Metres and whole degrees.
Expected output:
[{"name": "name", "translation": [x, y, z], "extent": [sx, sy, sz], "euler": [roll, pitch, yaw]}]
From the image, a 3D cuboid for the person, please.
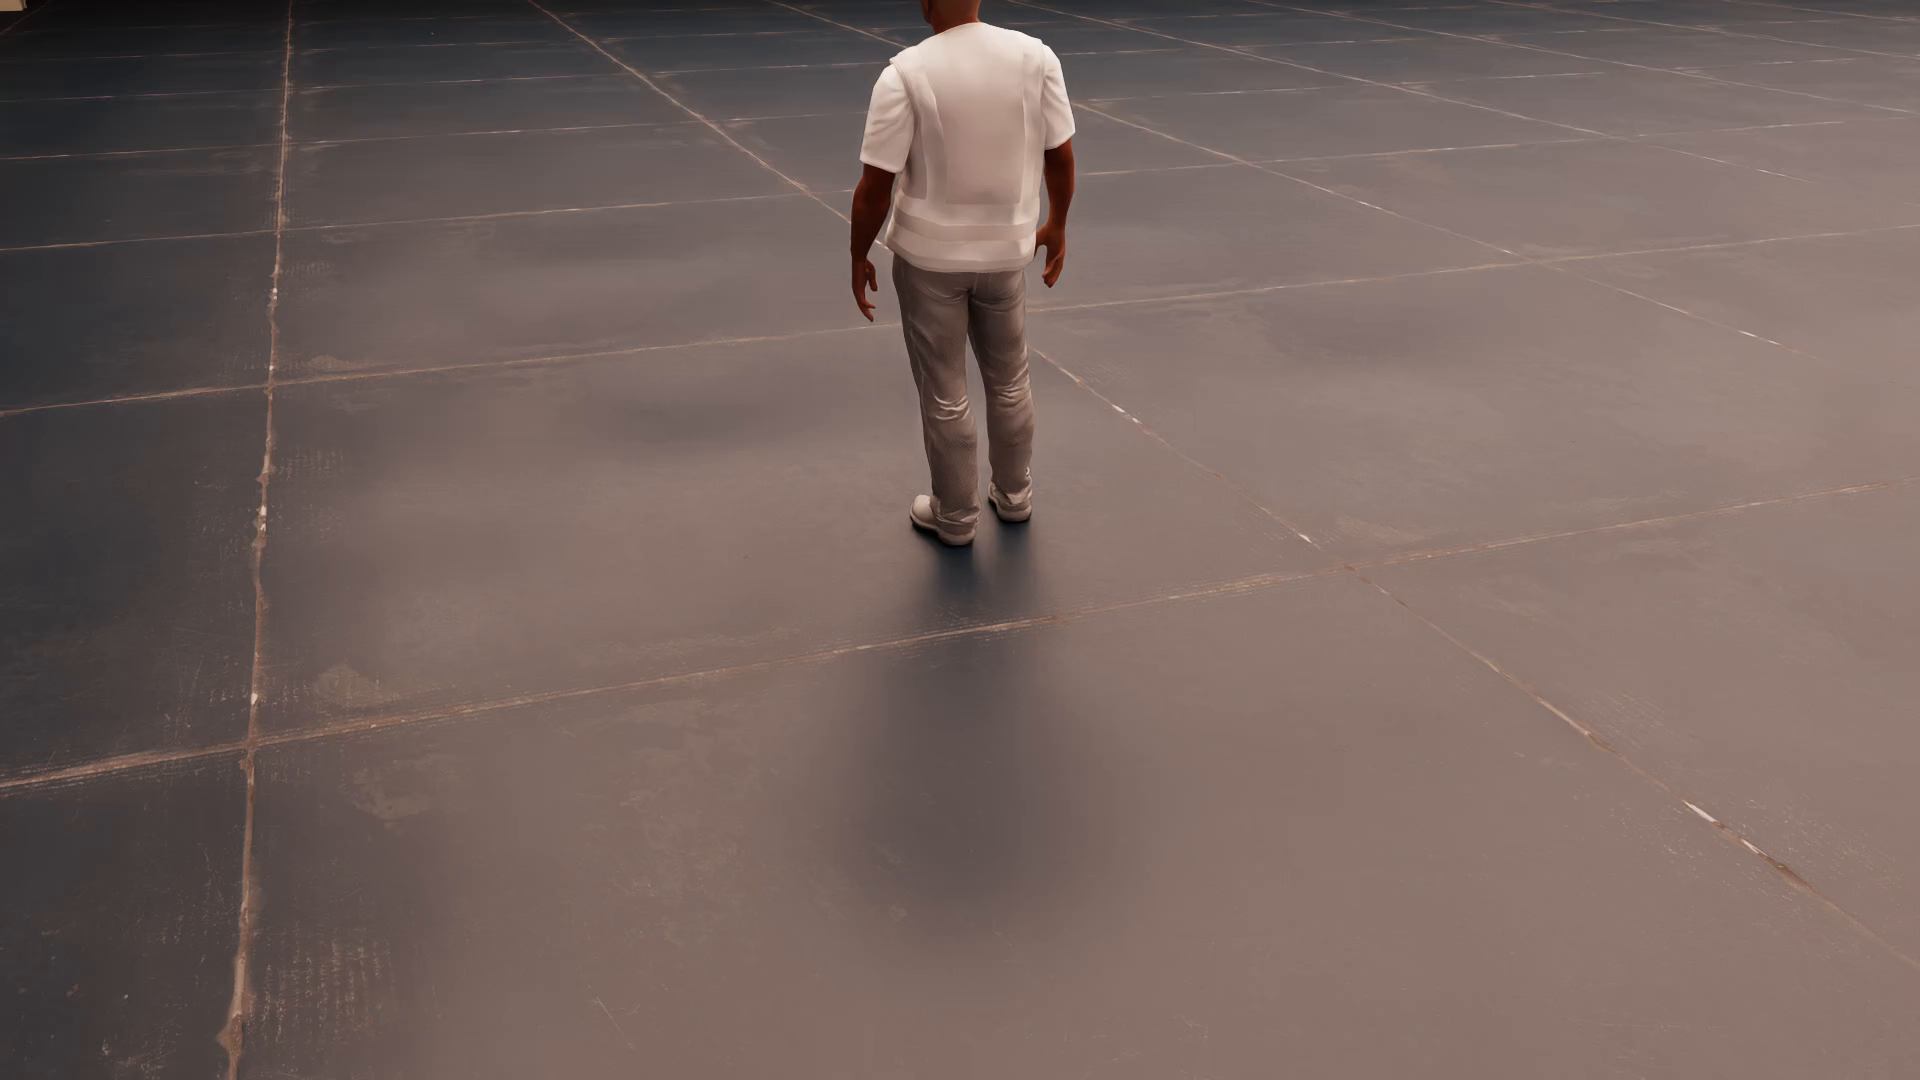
[{"name": "person", "translation": [-0.018, -0.847, 4.796], "extent": [0.665, 1.765, 0.577], "euler": [-8, 24, -18]}]
